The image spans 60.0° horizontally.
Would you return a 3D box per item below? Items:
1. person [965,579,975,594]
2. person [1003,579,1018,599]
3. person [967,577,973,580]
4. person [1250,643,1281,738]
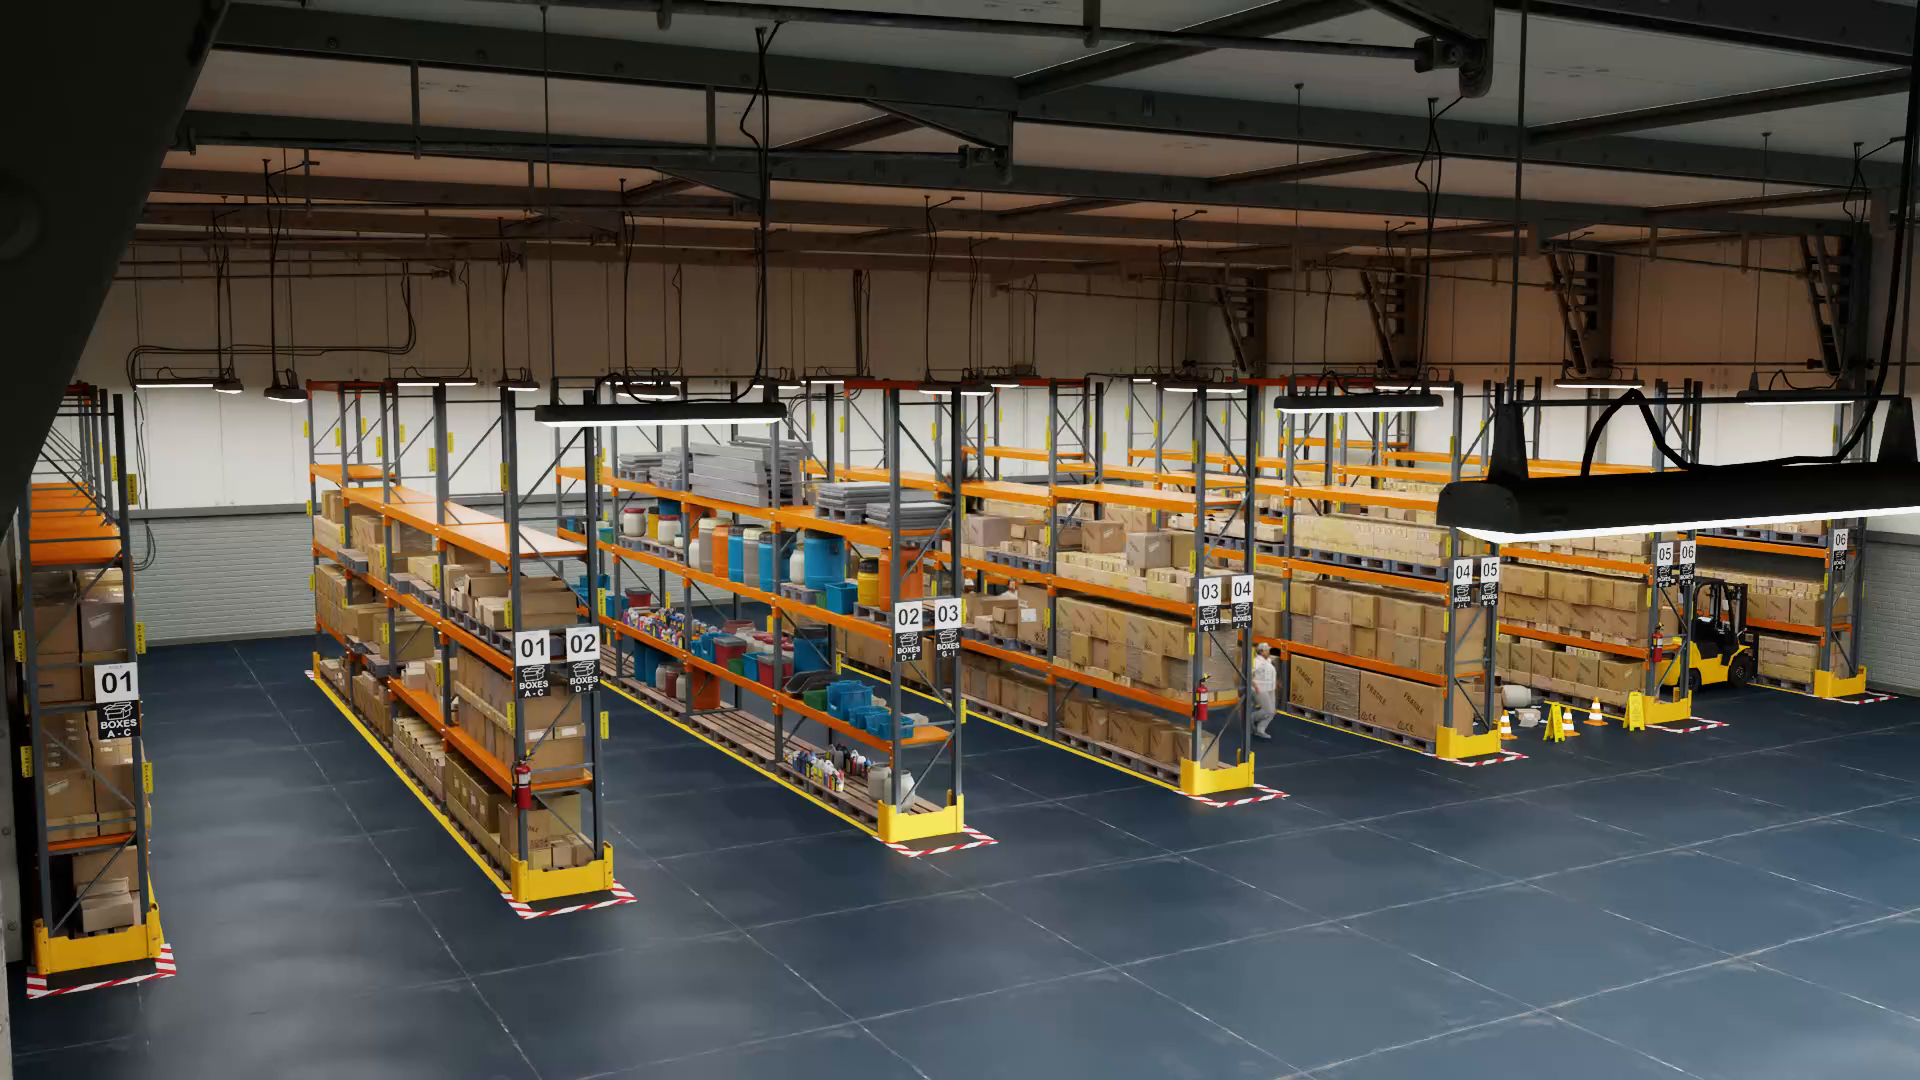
[{"bbox_3d":[0.129,1.678,35.209,0.659,1.734,0.923,-4,7,-33],"label":"person"},{"bbox_3d":[1.166,1.640,36.023,0.569,1.611,0.900,-3,7,-23],"label":"person"},{"bbox_3d":[0.116,0.995,41.961,0.962,1.773,0.706,-3,7,-27],"label":"person"},{"bbox_3d":[5.147,2.543,28.123,0.547,1.624,0.607,6,8,44],"label":"person"}]
